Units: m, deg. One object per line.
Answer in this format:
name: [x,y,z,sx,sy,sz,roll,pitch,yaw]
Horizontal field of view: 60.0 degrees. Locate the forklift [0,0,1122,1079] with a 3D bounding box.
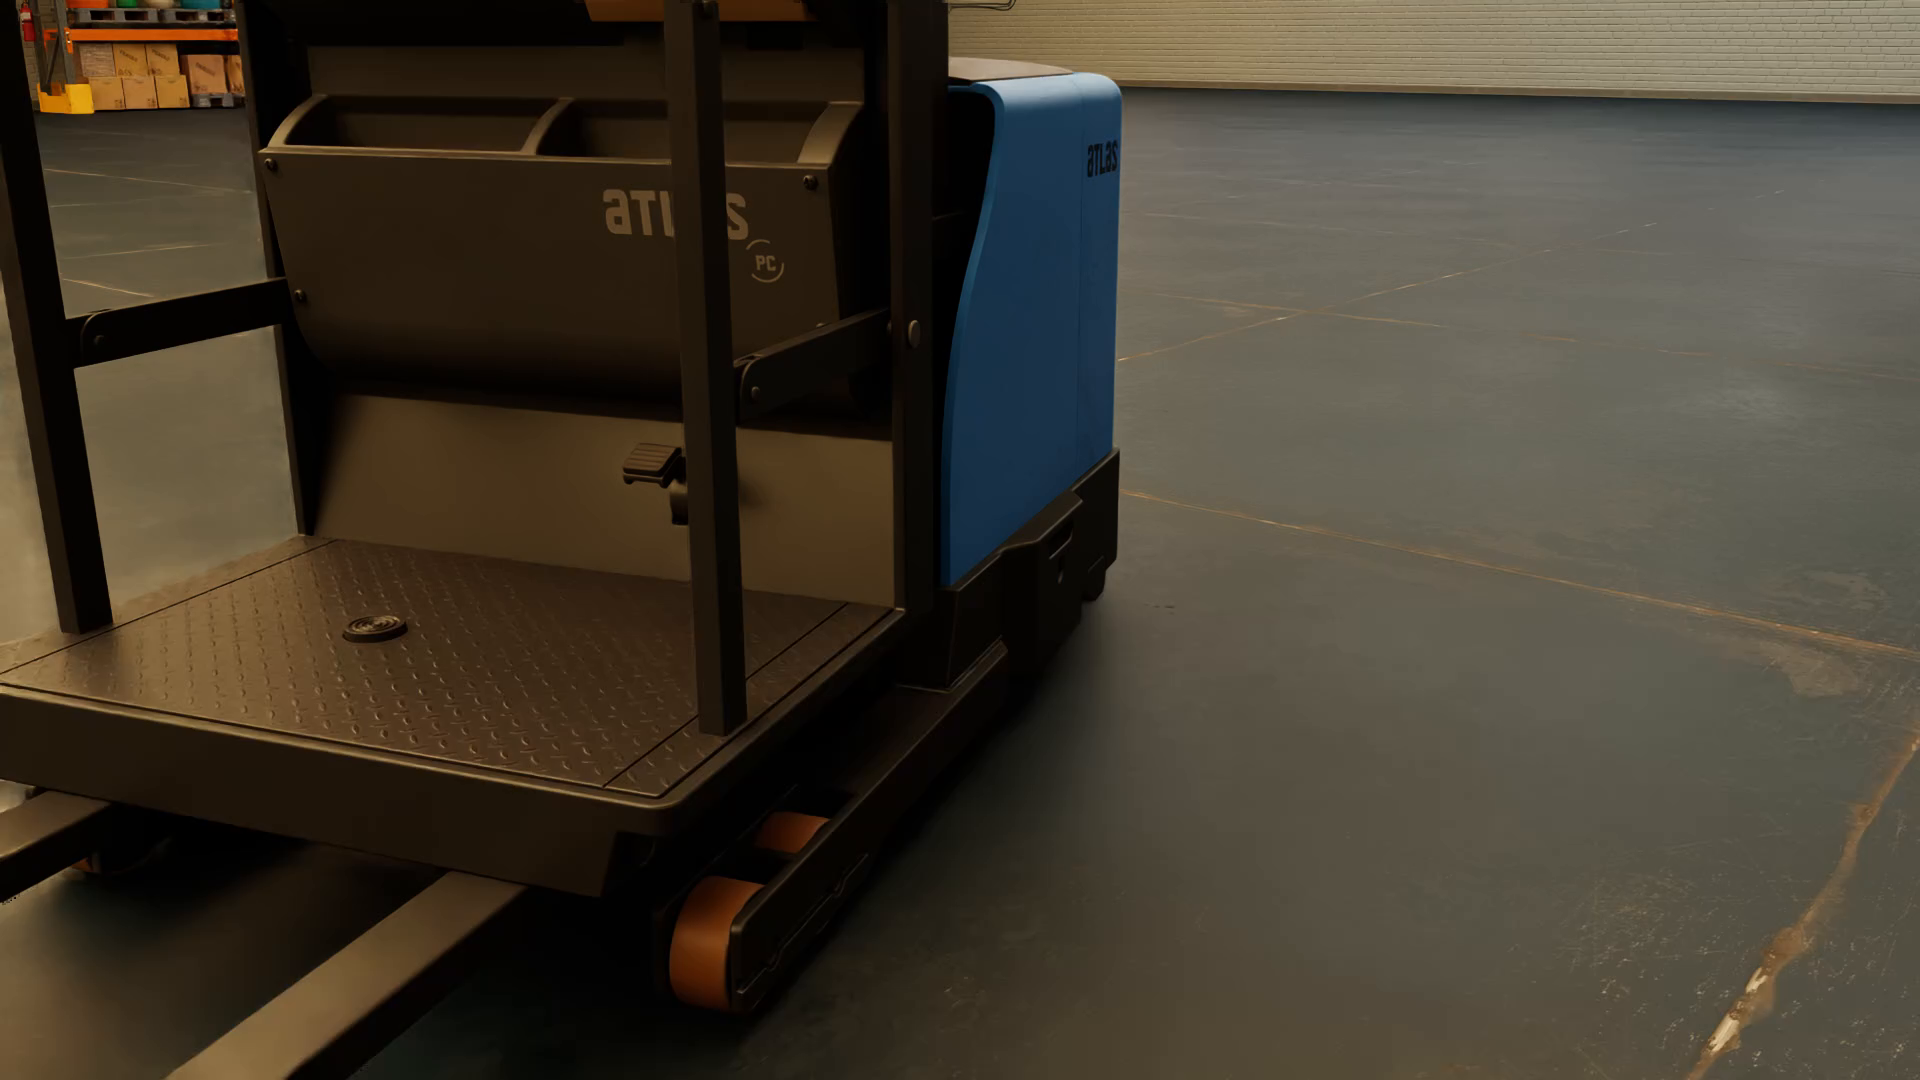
forklift: [-0.653,-0.958,2.052,1.130,2.935,3.031,6,18,19]
